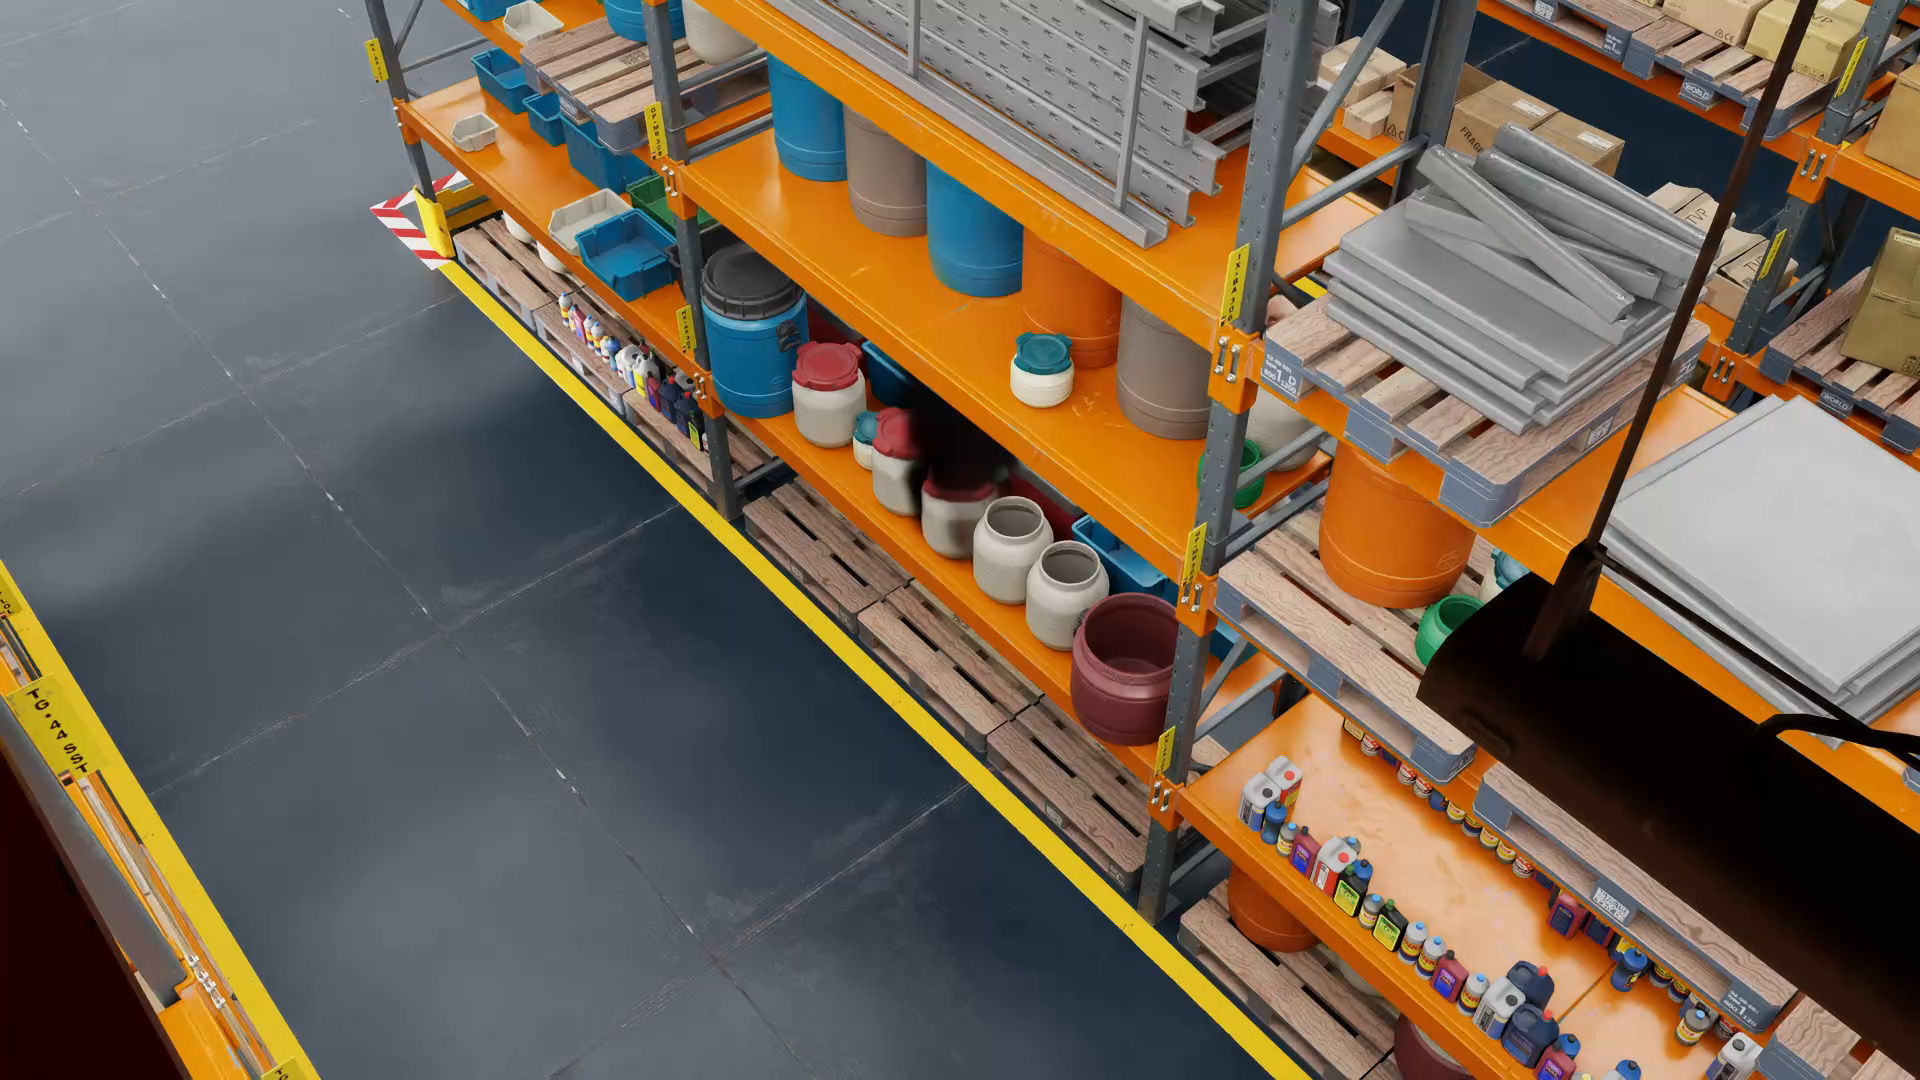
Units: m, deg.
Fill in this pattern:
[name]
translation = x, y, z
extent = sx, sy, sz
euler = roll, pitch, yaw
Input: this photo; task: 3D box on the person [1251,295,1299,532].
[person]
translation = 1.831, -0.757, 10.124
extent = 0.781, 1.874, 0.679
euler = 30, 53, 25
